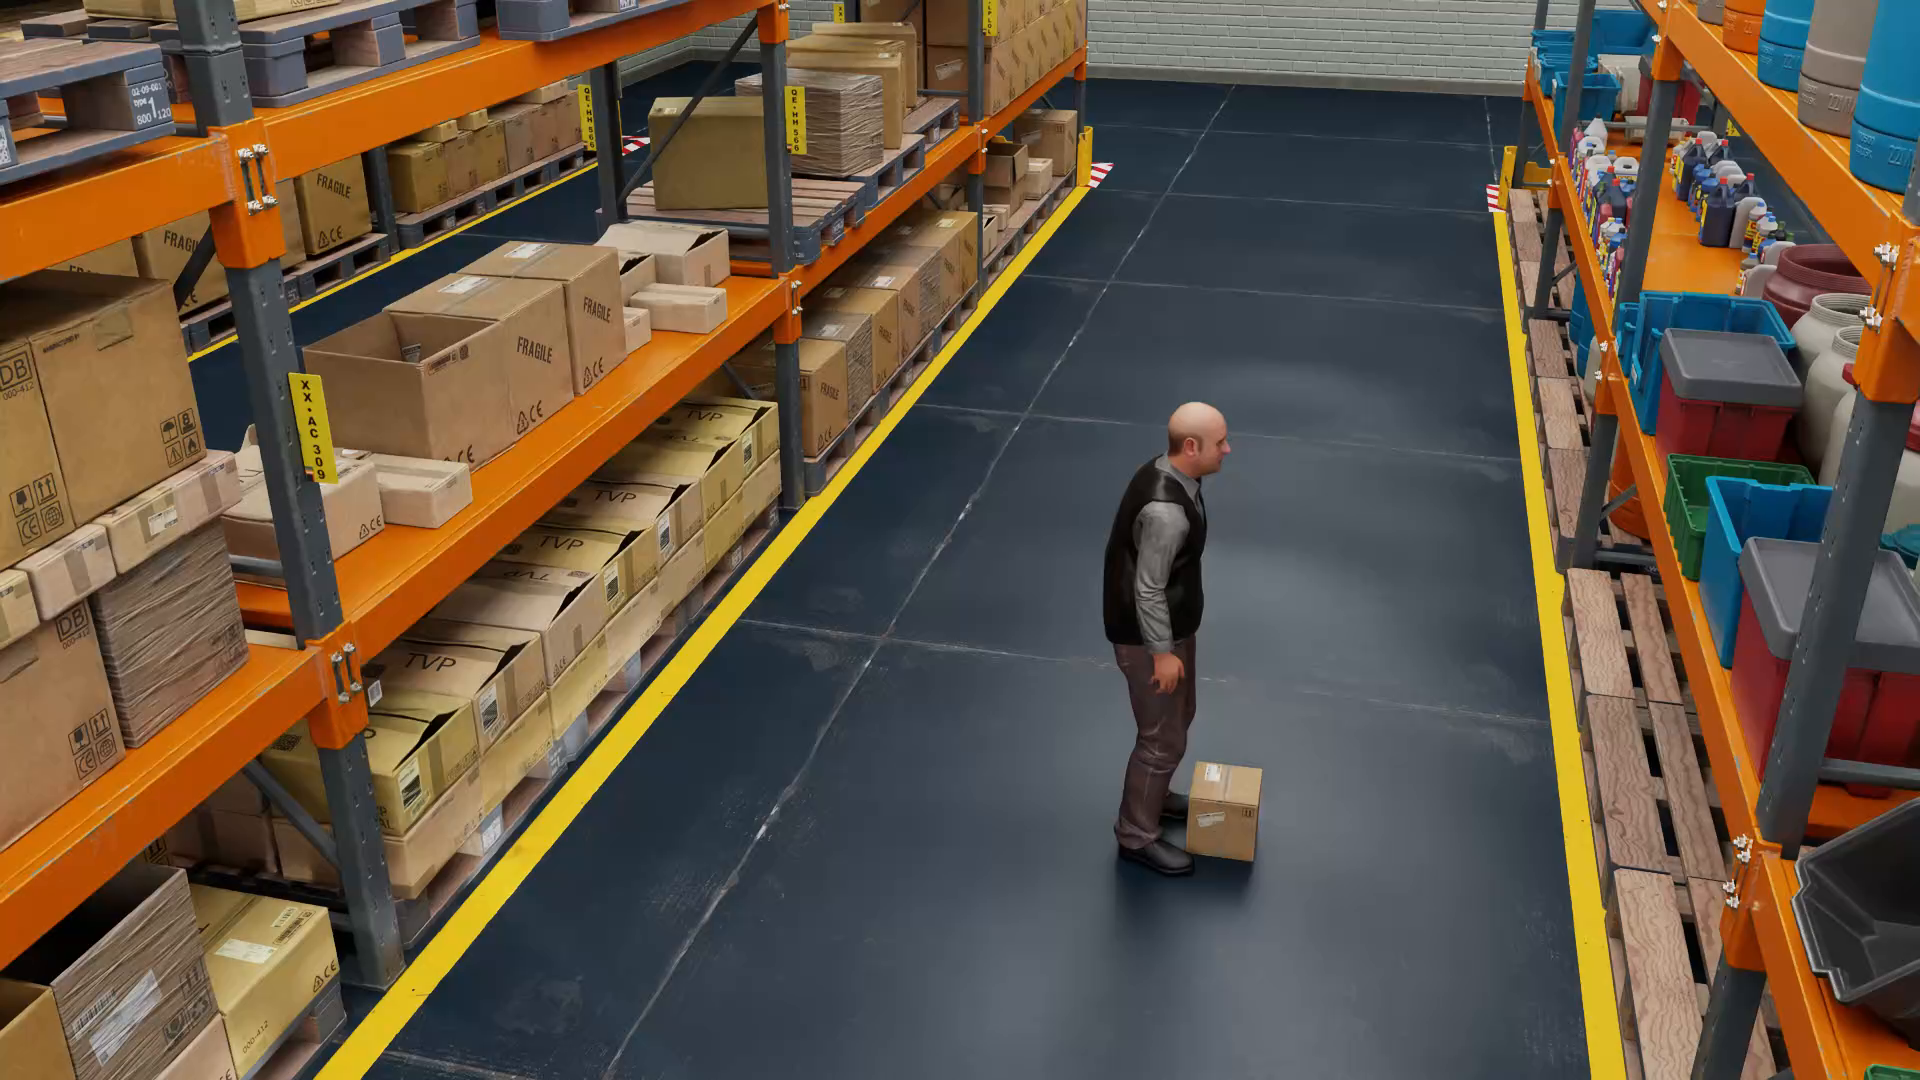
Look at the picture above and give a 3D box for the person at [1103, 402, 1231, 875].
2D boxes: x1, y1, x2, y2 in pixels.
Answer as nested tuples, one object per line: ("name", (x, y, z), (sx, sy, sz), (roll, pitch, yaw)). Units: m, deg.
("person", (0.714, 0.320, 5.954), (0.413, 1.721, 0.581), (6, 26, 13))
